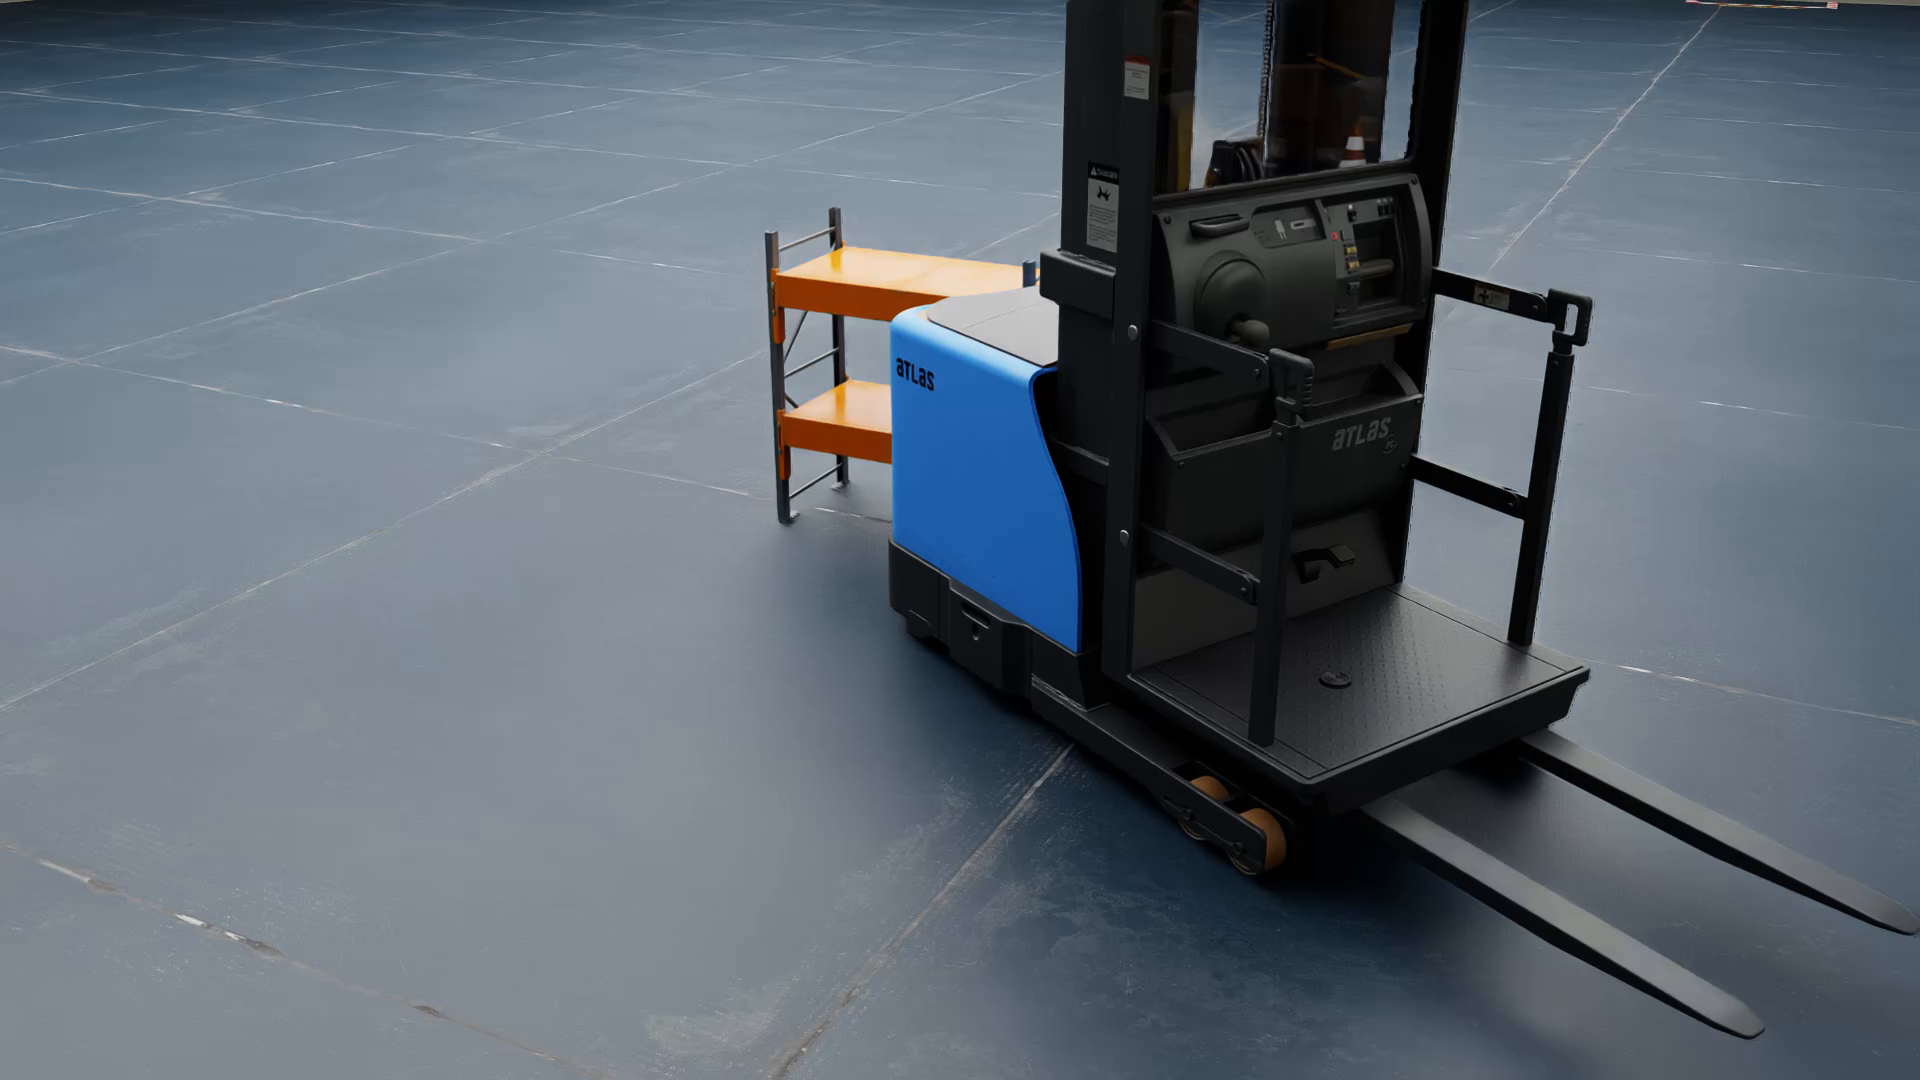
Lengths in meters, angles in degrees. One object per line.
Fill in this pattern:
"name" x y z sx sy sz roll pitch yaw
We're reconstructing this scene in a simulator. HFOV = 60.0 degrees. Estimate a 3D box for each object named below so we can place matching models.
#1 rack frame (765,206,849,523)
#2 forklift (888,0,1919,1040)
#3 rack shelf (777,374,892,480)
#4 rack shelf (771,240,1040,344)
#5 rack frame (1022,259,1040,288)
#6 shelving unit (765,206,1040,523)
"rack frame" -0.580 -0.674 6.398 0.032 1.125 0.500 11 25 24
"forklift" 1.008 -0.708 4.169 1.130 2.935 3.031 -15 27 -31
"rack shelf" -0.124 -0.362 6.288 1.000 0.278 0.538 11 25 24
"rack shelf" -0.124 -0.856 6.077 1.000 0.278 0.538 11 25 24
"rack frame" 0.333 -0.499 5.986 0.032 1.125 0.500 11 25 24
"shelving unit" -0.124 -0.587 6.192 1.048 1.125 0.538 11 25 24
